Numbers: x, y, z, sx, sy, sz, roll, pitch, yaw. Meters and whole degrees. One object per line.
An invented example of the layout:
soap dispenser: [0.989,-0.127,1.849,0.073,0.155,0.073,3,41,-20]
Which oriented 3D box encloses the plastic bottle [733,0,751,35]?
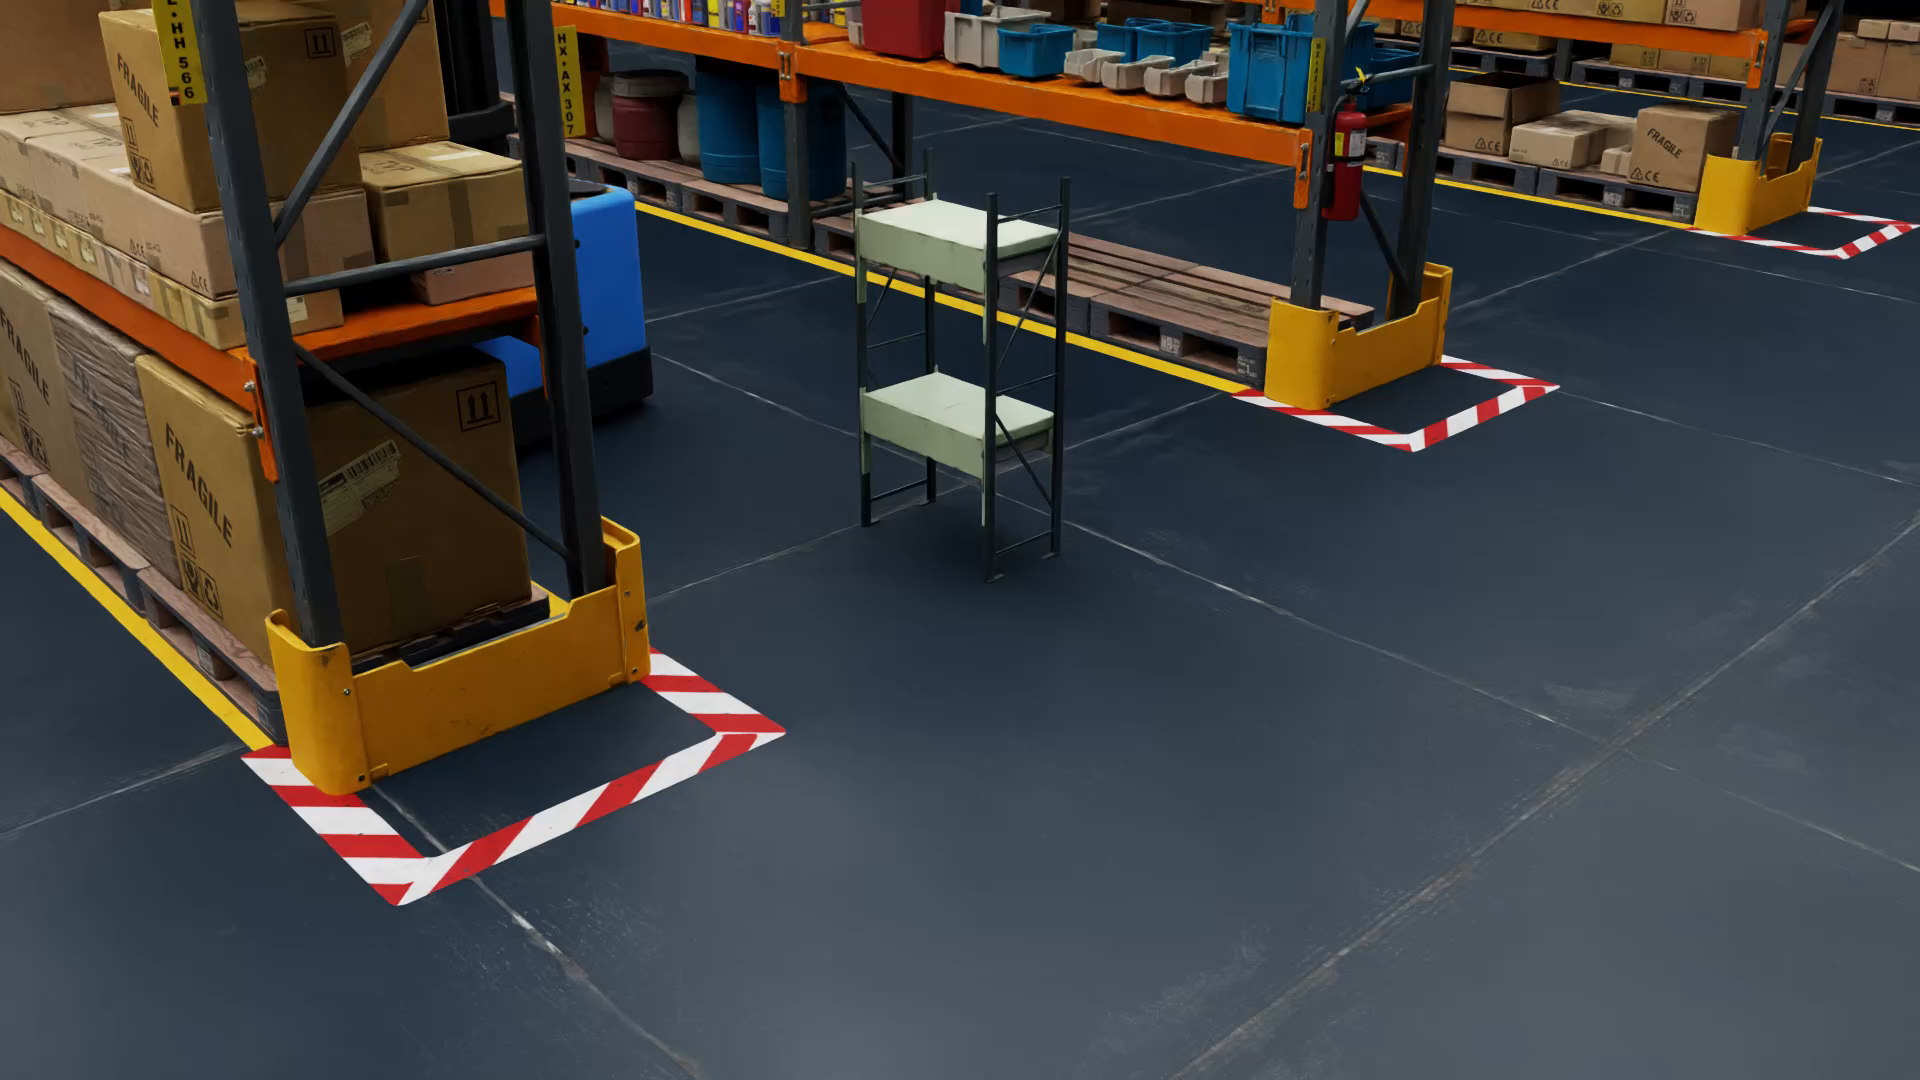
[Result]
plastic bottle: [-1.417,-3.450,10.838,0.061,0.283,0.133,-21,32,-38]

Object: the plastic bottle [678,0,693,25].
plastic bottle: [-1.820,-3.653,11.292,0.152,0.276,0.135,-21,32,-38]

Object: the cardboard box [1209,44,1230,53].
cardboard box: [2.352,-3.953,14.283,0.500,0.500,0.500,-21,32,-39]

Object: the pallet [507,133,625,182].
pallet: [-2.885,-3.134,13.366,1.003,0.211,1.213,-21,32,-38]

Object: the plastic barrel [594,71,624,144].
plastic barrel: [-2.656,-3.400,13.080,0.421,0.512,0.421,0,25,0]

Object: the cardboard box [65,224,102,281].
cardboard box: [-2.784,-1.010,5.653,0.380,0.149,0.250,-22,33,-40]

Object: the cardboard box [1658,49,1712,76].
cardboard box: [7.289,-4.873,16.324,0.700,0.500,0.500,-22,32,-39]

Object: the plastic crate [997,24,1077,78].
plastic crate: [0.423,-2.707,9.198,0.416,0.233,0.300,-21,32,-38]

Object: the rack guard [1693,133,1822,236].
rack guard: [5.580,-2.496,11.619,1.175,0.500,0.348,-21,32,-38]

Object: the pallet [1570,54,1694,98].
pallet: [6.974,-4.707,16.814,1.003,0.211,1.213,-21,32,-38]

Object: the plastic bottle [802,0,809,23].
plastic bottle: [-1.087,-3.646,11.367,0.097,0.201,0.097,0,25,0]

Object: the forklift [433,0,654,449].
forklift: [-3.013,-2.174,7.984,3.031,2.935,1.130,16,29,30]

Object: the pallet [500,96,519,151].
pallet: [-3.955,-3.607,14.402,1.003,0.211,1.213,-21,32,-38]

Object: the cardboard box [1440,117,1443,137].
cardboard box: [3.626,-3.285,13.221,0.380,0.166,0.250,-21,32,-38]

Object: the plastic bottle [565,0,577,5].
plastic bottle: [-2.862,-4.090,12.243,0.061,0.283,0.133,-21,32,-38]

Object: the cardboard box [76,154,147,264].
cardboard box: [-2.473,-1.093,5.355,0.500,0.250,0.500,-22,32,-39]

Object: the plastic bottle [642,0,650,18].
plastic bottle: [-2.170,-3.757,11.611,0.097,0.201,0.097,0,25,0]

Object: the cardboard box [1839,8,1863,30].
cardboard box: [8.234,-4.874,15.544,0.380,0.149,0.250,-21,32,-38]

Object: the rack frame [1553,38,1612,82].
rack frame: [6.512,-6.228,16.789,1.000,3.000,0.127,-21,32,-38]

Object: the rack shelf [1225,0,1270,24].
rack shelf: [1.531,-5.101,15.183,1.077,0.370,4.000,-21,32,-38]

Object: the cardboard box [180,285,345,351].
cardboard box: [-2.085,-0.701,4.976,0.380,0.149,0.250,-20,32,-38]

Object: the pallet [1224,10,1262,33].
pallet: [3.245,-6.409,20.544,1.003,0.211,1.213,-21,32,-38]

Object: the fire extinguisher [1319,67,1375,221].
fire extinguisher: [1.785,-1.827,7.682,0.296,0.674,0.183,-21,32,-38]

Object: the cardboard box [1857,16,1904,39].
cardboard box: [8.298,-4.614,14.973,0.380,0.149,0.250,-20,31,-37]

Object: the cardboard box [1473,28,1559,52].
cardboard box: [5.972,-5.601,17.499,0.750,0.750,0.750,-21,32,-38]

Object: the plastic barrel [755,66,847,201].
plastic barrel: [-1.080,-2.824,11.348,0.600,0.901,0.708,-21,32,-38]

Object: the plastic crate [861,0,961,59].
plastic crate: [-0.293,-3.133,9.853,0.402,0.464,0.583,-21,32,-38]

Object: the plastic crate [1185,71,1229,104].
plastic crate: [1.324,-2.309,8.443,0.396,0.136,0.243,-21,32,-38]

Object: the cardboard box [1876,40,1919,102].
cardboard box: [8.694,-4.254,14.967,0.700,0.500,0.500,-21,32,-38]

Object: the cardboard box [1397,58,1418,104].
cardboard box: [3.495,-3.793,13.931,0.500,0.500,0.500,-21,32,-38]

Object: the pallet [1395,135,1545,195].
pallet: [4.205,-2.975,13.017,1.003,0.211,1.213,-21,32,-38]

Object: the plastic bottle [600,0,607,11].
plastic bottle: [-2.546,-3.956,11.962,0.097,0.271,0.097,0,25,0]

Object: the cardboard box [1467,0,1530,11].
cardboard box: [4.089,-4.176,12.169,0.500,0.500,0.500,-22,32,-39]

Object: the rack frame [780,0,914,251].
rack frame: [-0.720,-3.418,10.628,1.000,3.000,0.127,-21,32,-38]

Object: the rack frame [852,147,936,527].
rack frame: [-0.255,-0.795,6.686,0.400,1.500,0.023,-21,32,-38]

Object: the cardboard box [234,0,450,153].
cardboard box: [-2.074,-1.583,5.524,0.500,0.500,0.500,-22,33,-40]

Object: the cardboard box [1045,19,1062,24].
cardboard box: [0.629,-4.721,15.966,0.500,0.500,0.500,22,33,40]

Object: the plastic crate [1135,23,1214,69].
plastic crate: [1.186,-2.724,9.237,0.416,0.233,0.300,-21,32,-38]

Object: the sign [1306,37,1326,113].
sign: [1.623,-2.119,7.585,0.100,0.325,0.005,-21,32,-38]

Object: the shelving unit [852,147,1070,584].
shelving unit: [-0.005,-0.684,6.443,0.431,1.500,0.755,-21,32,-38]

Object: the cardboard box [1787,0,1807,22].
cardboard box: [5.521,-3.865,11.487,0.500,0.500,0.500,-20,32,-37]

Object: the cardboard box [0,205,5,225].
cardboard box: [-3.490,-1.322,6.337,0.380,0.149,0.250,-21,32,-38]

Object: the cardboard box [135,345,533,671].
cardboard box: [-2.097,-0.197,5.621,0.875,0.875,0.875,-21,32,-38]

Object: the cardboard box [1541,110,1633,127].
cardboard box: [4.784,-3.107,12.730,0.500,0.250,0.500,-21,32,-38]

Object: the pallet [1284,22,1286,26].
pallet: [4.261,-5.911,19.453,1.003,0.211,1.213,-21,32,-38]

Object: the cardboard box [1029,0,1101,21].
cardboard box: [1.016,-5.205,16.124,0.500,0.250,0.500,-20,31,-37]

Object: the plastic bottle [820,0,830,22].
plastic bottle: [-0.909,-3.691,11.382,0.097,0.271,0.097,0,25,0]
